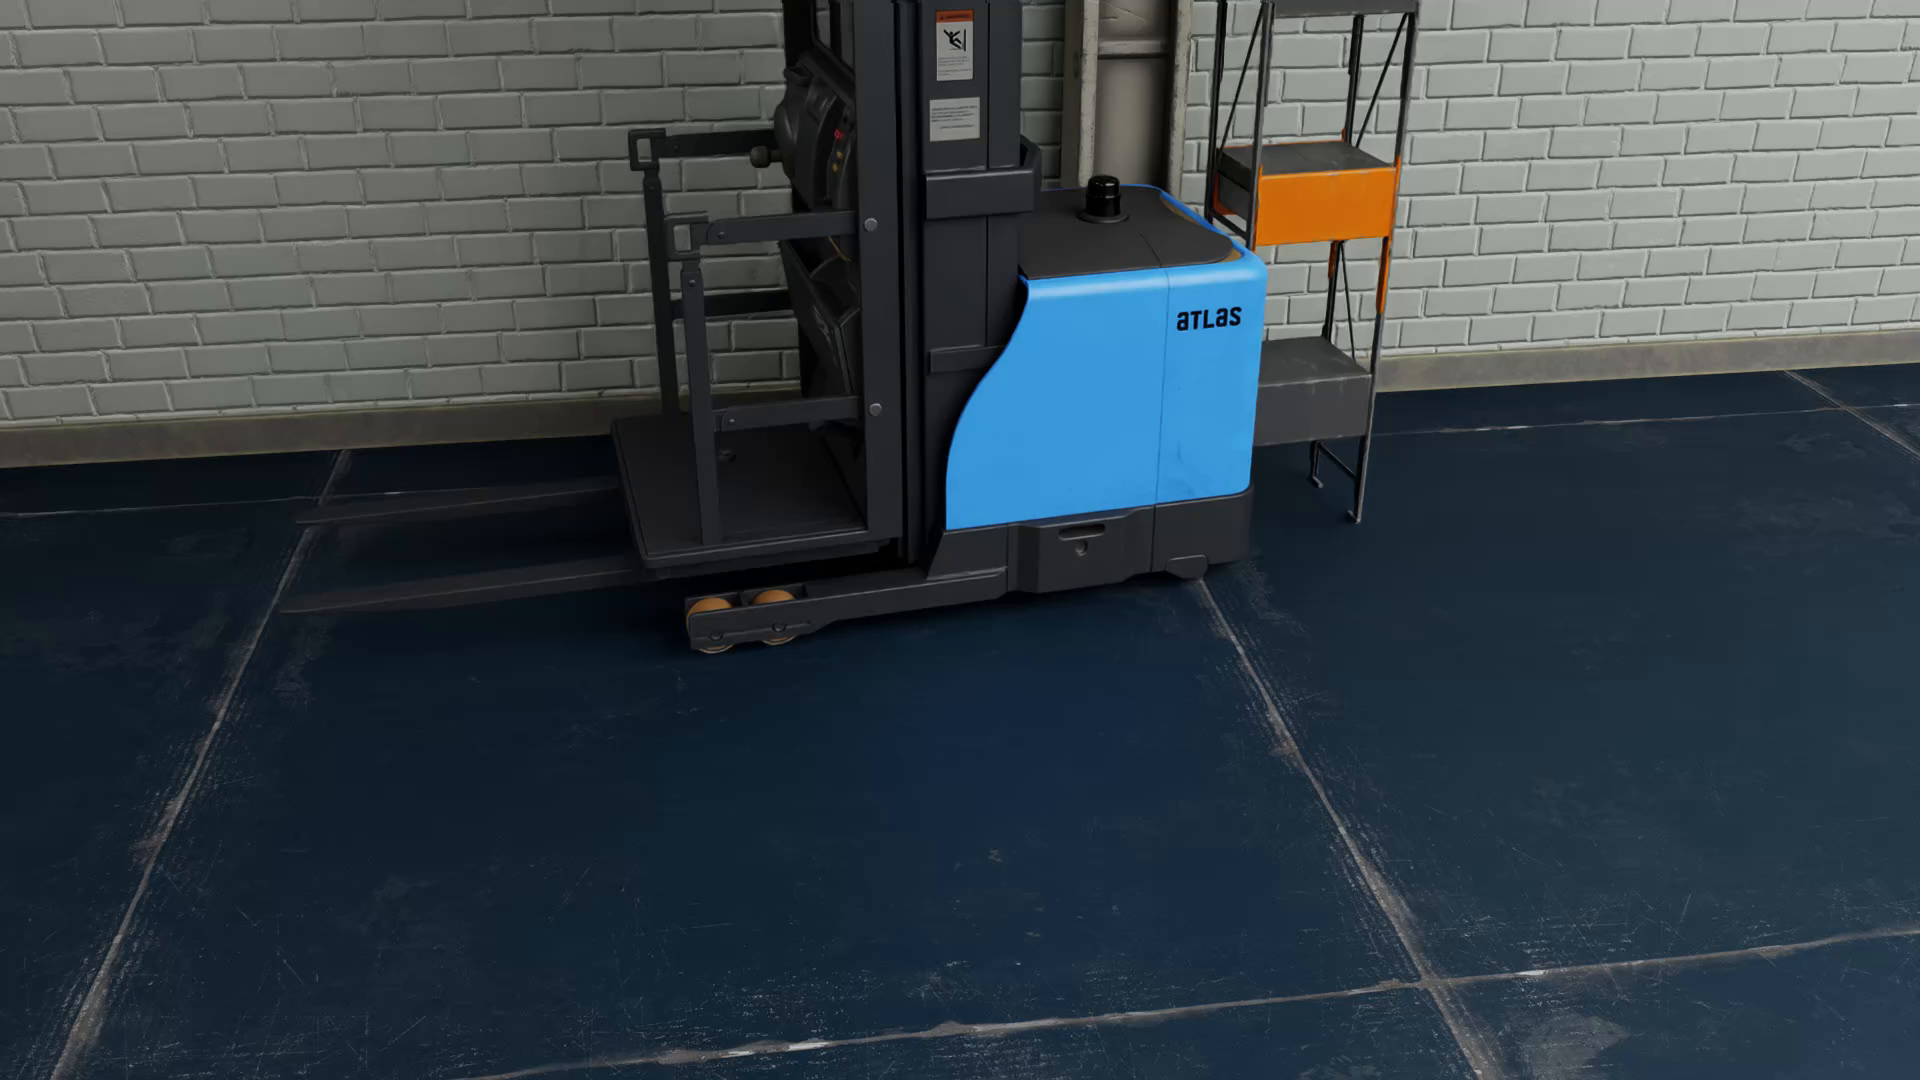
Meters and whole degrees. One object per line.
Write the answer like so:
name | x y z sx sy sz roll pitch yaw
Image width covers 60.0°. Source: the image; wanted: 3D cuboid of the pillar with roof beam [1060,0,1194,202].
pillar with roof beam | 1.204 -2.547 0.856 0.400 9.000 9.100 -4 27 -7

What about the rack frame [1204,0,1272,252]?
rack frame | 0.880 -1.031 5.455 0.015 2.100 0.400 -6 27 -12

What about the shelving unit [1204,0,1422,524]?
shelving unit | 1.117 -1.058 5.507 0.503 2.100 0.431 -6 27 -12

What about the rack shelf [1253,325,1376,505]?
rack shelf | 1.118 -0.420 5.827 0.480 0.518 0.431 -6 27 -12

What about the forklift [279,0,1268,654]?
forklift | -0.616 -1.226 4.928 3.031 2.935 1.130 -7 28 -14

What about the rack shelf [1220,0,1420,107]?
rack shelf | 1.116 -1.671 5.199 0.480 0.518 0.431 -6 27 -12

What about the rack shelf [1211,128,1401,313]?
rack shelf | 1.117 -1.045 5.513 0.480 0.518 0.431 -6 27 -12

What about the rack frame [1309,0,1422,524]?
rack frame | 1.354 -1.084 5.558 0.015 2.100 0.400 -6 27 -12
